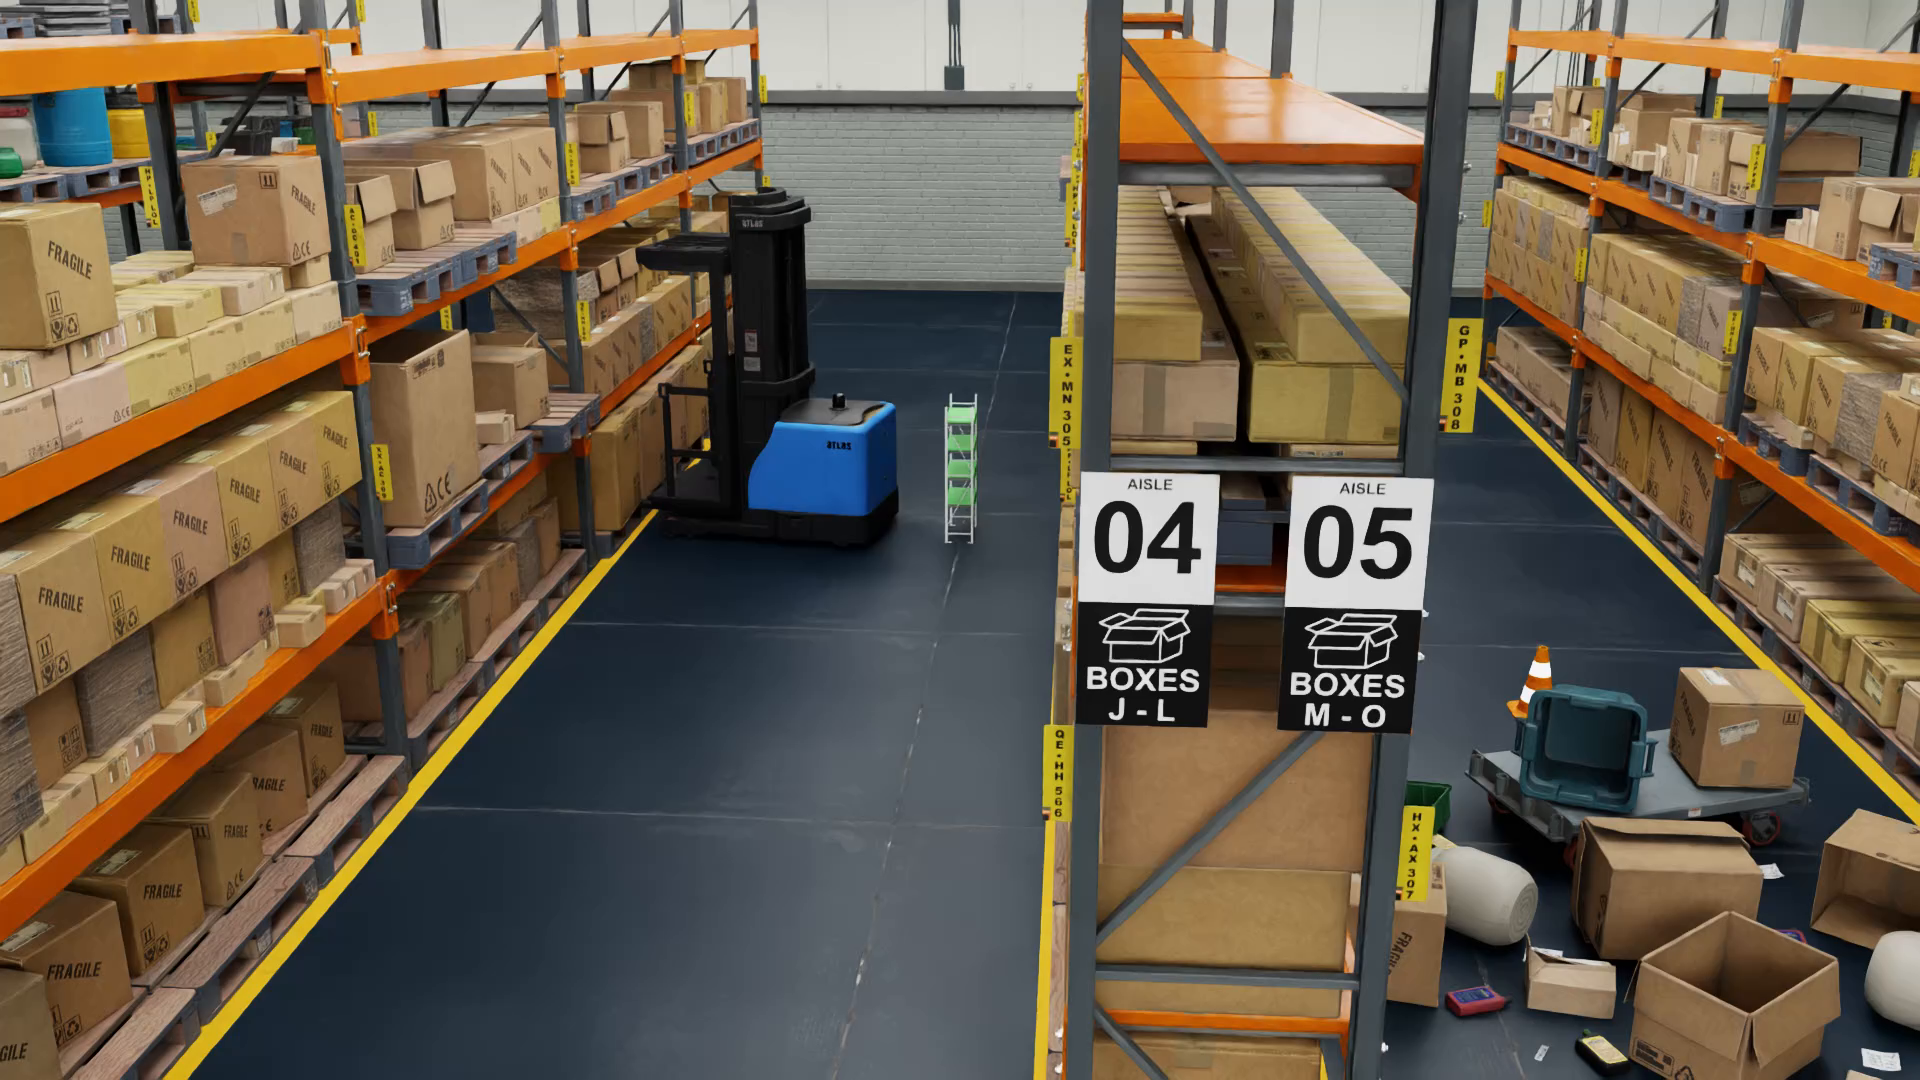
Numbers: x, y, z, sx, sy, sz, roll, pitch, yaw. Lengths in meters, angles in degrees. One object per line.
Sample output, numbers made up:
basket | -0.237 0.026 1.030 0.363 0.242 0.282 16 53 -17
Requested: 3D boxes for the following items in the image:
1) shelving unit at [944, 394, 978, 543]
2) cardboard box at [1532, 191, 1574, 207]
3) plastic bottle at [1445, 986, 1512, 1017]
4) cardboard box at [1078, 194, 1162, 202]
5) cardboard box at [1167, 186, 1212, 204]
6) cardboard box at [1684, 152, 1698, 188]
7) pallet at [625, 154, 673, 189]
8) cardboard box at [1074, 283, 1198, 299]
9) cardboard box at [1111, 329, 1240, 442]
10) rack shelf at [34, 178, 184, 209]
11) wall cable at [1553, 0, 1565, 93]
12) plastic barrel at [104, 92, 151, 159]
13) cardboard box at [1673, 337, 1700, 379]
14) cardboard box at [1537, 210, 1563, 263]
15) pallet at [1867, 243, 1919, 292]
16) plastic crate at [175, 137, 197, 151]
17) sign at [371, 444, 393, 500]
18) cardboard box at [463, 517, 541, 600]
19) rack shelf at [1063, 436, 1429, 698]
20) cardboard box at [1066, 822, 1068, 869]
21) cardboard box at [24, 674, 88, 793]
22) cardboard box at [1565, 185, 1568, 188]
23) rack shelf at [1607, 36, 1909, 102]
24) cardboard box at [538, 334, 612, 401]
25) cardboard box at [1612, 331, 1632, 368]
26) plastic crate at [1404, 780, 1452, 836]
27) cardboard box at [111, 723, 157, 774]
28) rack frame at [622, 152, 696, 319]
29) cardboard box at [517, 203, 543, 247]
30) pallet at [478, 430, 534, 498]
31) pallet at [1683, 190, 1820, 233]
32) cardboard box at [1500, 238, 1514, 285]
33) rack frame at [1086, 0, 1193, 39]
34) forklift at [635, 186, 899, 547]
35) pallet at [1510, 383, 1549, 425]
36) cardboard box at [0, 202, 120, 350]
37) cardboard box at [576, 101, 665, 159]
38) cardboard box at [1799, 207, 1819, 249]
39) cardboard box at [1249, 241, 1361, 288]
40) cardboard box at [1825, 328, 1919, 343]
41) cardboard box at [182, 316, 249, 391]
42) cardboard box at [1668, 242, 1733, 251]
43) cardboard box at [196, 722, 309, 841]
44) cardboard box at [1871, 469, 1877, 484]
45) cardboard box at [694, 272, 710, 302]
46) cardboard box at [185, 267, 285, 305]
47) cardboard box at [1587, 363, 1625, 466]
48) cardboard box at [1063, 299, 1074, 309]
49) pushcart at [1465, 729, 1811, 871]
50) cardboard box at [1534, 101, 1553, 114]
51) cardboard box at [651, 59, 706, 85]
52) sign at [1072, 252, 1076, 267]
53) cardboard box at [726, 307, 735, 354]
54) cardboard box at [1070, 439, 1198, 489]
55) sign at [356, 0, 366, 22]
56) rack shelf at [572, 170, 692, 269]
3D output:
shelving unit | 0.012 -0.622 14.393 0.258 1.200 0.503 1 18 4
cardboard box | 6.485 -3.732 18.188 0.380 0.149 0.250 1 18 3
plastic bottle | 2.425 2.149 7.767 0.283 0.061 0.133 -5 19 -15
cardboard box | 0.734 -1.507 7.676 0.380 0.149 0.250 1 18 3
cardboard box | 1.576 -2.255 10.674 0.500 0.500 0.500 1 18 4
cardboard box | 6.116 -2.998 13.480 0.396 0.266 0.258 1 18 3
pallet | -3.248 -3.514 15.819 0.805 0.209 1.217 1 18 2
cardboard box | 0.553 -0.718 5.267 0.380 0.149 0.250 1 18 4
cardboard box | 0.604 -0.497 5.233 0.500 0.250 0.500 2 18 5
rack shelf | -8.315 -3.038 15.216 1.077 0.370 4.000 1 18 4
wall cable | 7.816 -8.092 24.668 2.355 3.000 0.029 1 18 4
plastic barrel | -8.035 -4.002 16.026 0.600 0.588 0.600 0 18 0
cardboard box | 6.180 -1.483 13.571 0.500 0.250 0.500 1 18 2
cardboard box | 6.483 -3.235 17.712 0.500 0.500 0.500 2 18 5
pallet | 6.301 -1.607 9.995 1.213 0.211 1.003 1 18 4
plastic crate | -8.425 -4.211 17.910 0.416 0.233 0.300 1 18 4
sign | -3.264 -0.382 9.382 0.100 0.325 0.005 1 18 4
cardboard box | -3.574 0.137 12.495 0.700 0.500 0.500 0 18 -1
rack shelf | 0.991 -0.301 6.862 1.077 0.370 4.000 1 18 4
cardboard box | 1.020 1.165 8.787 0.875 0.875 0.875 2 18 5
cardboard box | -4.109 0.745 6.695 0.875 0.500 0.500 1 18 4
cardboard box | 7.185 -4.040 19.127 0.380 0.149 0.250 1 18 3
rack shelf | 6.509 -3.942 13.798 1.077 0.370 4.000 1 18 4
cardboard box | -3.212 -1.415 13.764 0.500 0.500 0.500 2 18 6
cardboard box | 6.270 -1.722 15.103 0.500 0.250 0.500 1 18 3
plastic crate | 2.429 1.554 9.288 0.450 0.188 0.662 0 15 35
cardboard box | -3.751 0.910 7.233 0.380 0.149 0.250 1 18 4
rack frame | -3.232 -2.465 17.129 1.000 3.000 0.127 1 18 4
cardboard box | -3.330 -2.269 11.955 0.500 0.250 0.500 1 18 4
pallet | -3.620 -0.516 11.489 1.003 0.211 1.213 1 18 4
pallet | 6.359 -2.538 12.839 1.213 0.211 1.003 2 18 6
cardboard box | 6.610 -3.233 19.313 0.500 0.500 0.500 1 18 3
rack frame | 1.708 -5.174 15.761 1.000 3.000 0.127 1 18 4
forklift | -2.126 -1.561 14.481 3.031 2.935 1.130 5 19 14
pallet | 6.870 -1.533 18.763 1.003 0.211 1.213 1 18 4
cardboard box | -3.716 -1.045 6.537 0.500 0.500 0.500 1 18 4
cardboard box | -3.263 -3.957 16.031 0.700 0.500 0.500 2 18 5
cardboard box | 6.156 -2.190 11.688 0.396 0.266 0.258 1 18 4
cardboard box | 1.282 -1.019 6.188 0.380 0.149 0.250 1 18 3
cardboard box | 6.611 -1.243 12.086 0.500 0.500 0.500 1 18 2
cardboard box | -3.657 -0.867 7.675 0.500 0.250 0.500 1 18 4
cardboard box | 6.841 -2.461 15.351 0.500 0.500 0.500 2 18 5
cardboard box | -3.907 1.309 8.950 0.500 0.500 0.500 7 20 21
cardboard box | 6.050 -0.402 10.560 0.380 0.149 0.250 1 18 2
cardboard box | -2.937 -2.675 17.534 0.500 0.250 0.500 1 18 3
cardboard box | -3.582 -1.256 8.222 0.380 0.149 0.250 0 18 1
cardboard box | 6.688 -1.240 16.126 0.875 0.875 0.875 2 18 6
cardboard box | 1.094 -2.008 14.506 0.380 0.149 0.250 2 18 7
pushcart | 3.801 1.451 9.388 1.648 0.377 0.936 -5 19 -15
cardboard box | 6.997 -4.946 19.288 0.500 0.250 0.500 0 18 -1
cardboard box | -3.100 -5.157 18.326 0.500 0.250 0.500 1 18 2
sign | 1.166 -2.744 16.590 0.100 0.325 0.005 1 18 4
cardboard box | -3.040 -2.138 18.868 0.875 0.875 0.875 1 18 4
cardboard box | 0.534 -0.260 5.151 0.380 0.149 0.250 1 18 4
sign | -7.335 -6.508 20.352 0.100 0.325 0.005 1 18 4
rack shelf | -3.375 -2.928 14.878 1.077 0.370 4.000 1 18 4
